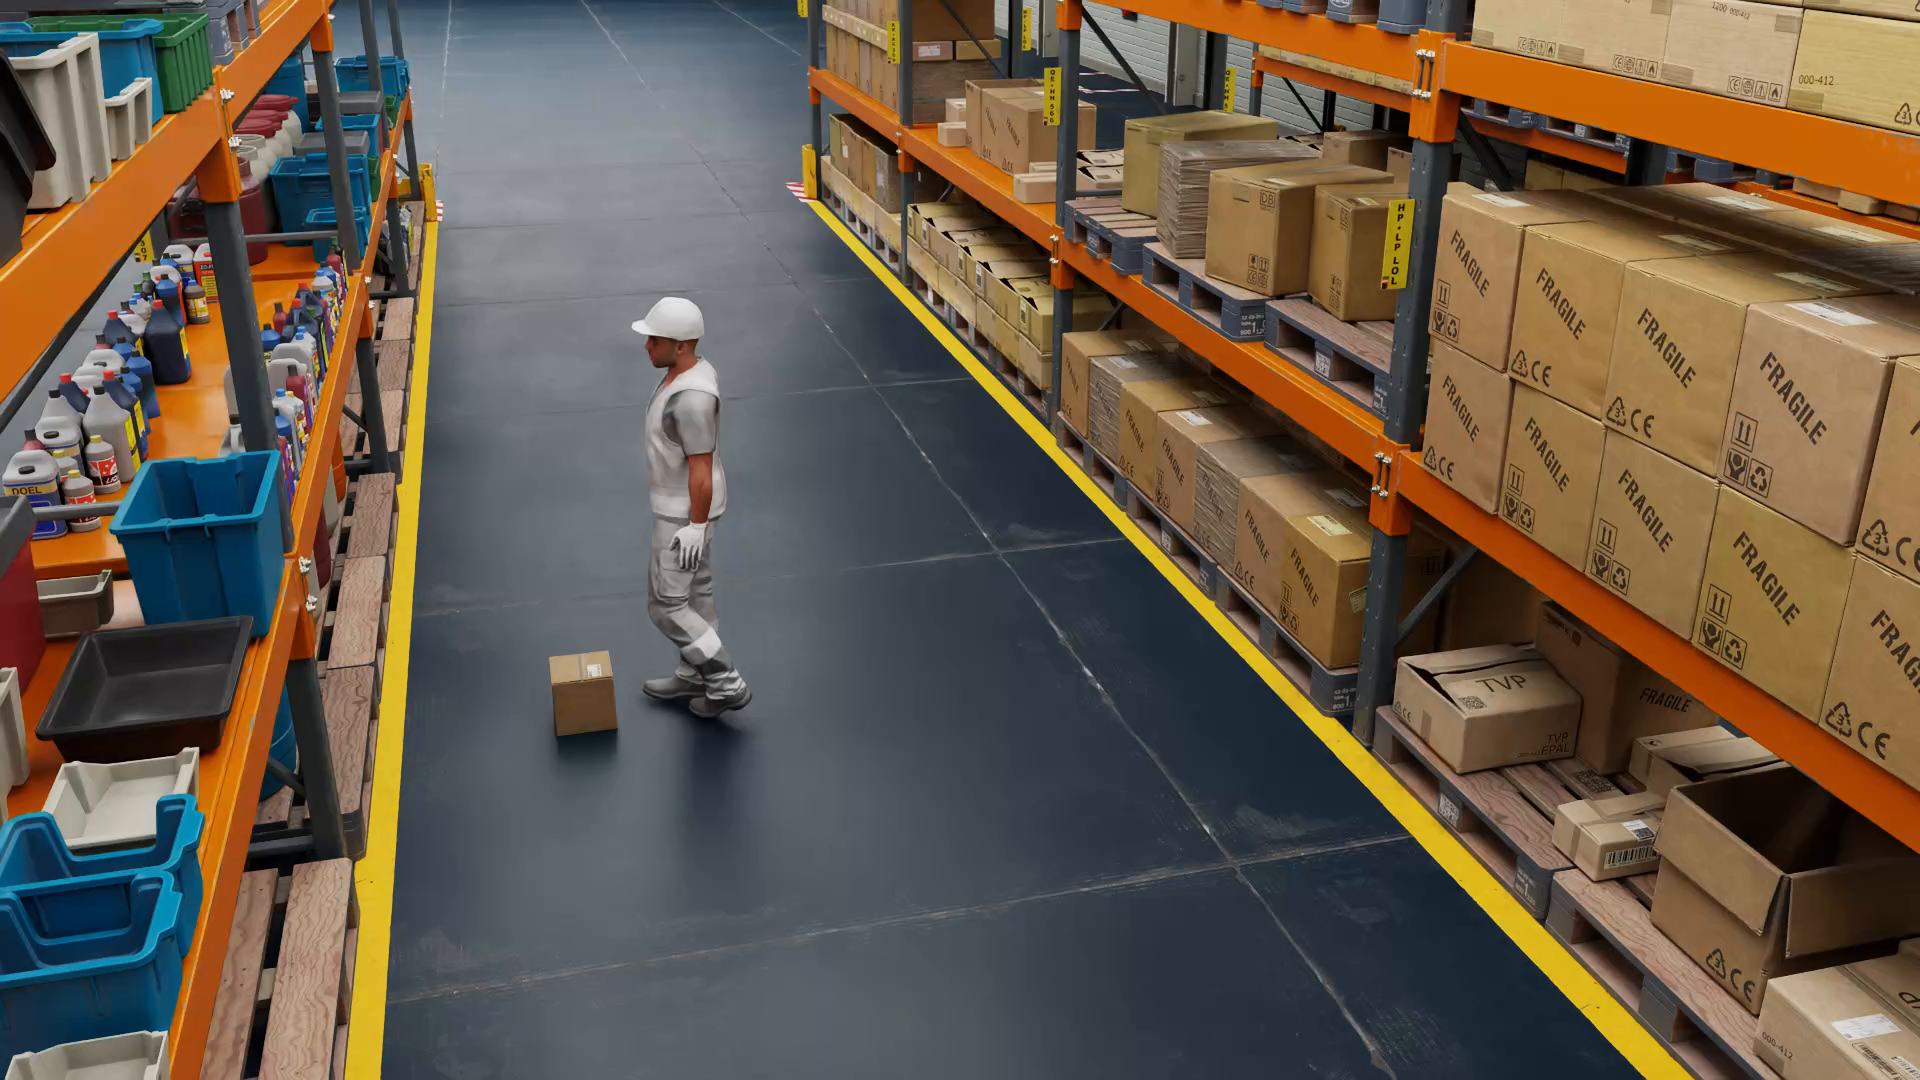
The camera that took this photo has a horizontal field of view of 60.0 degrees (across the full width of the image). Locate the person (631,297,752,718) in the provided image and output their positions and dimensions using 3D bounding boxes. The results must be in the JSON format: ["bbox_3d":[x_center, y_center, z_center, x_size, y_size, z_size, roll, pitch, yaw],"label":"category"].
[{"bbox_3d":[-1.133,-0.124,6.836,0.471,1.794,0.570,-3,23,-7],"label":"person"}]
